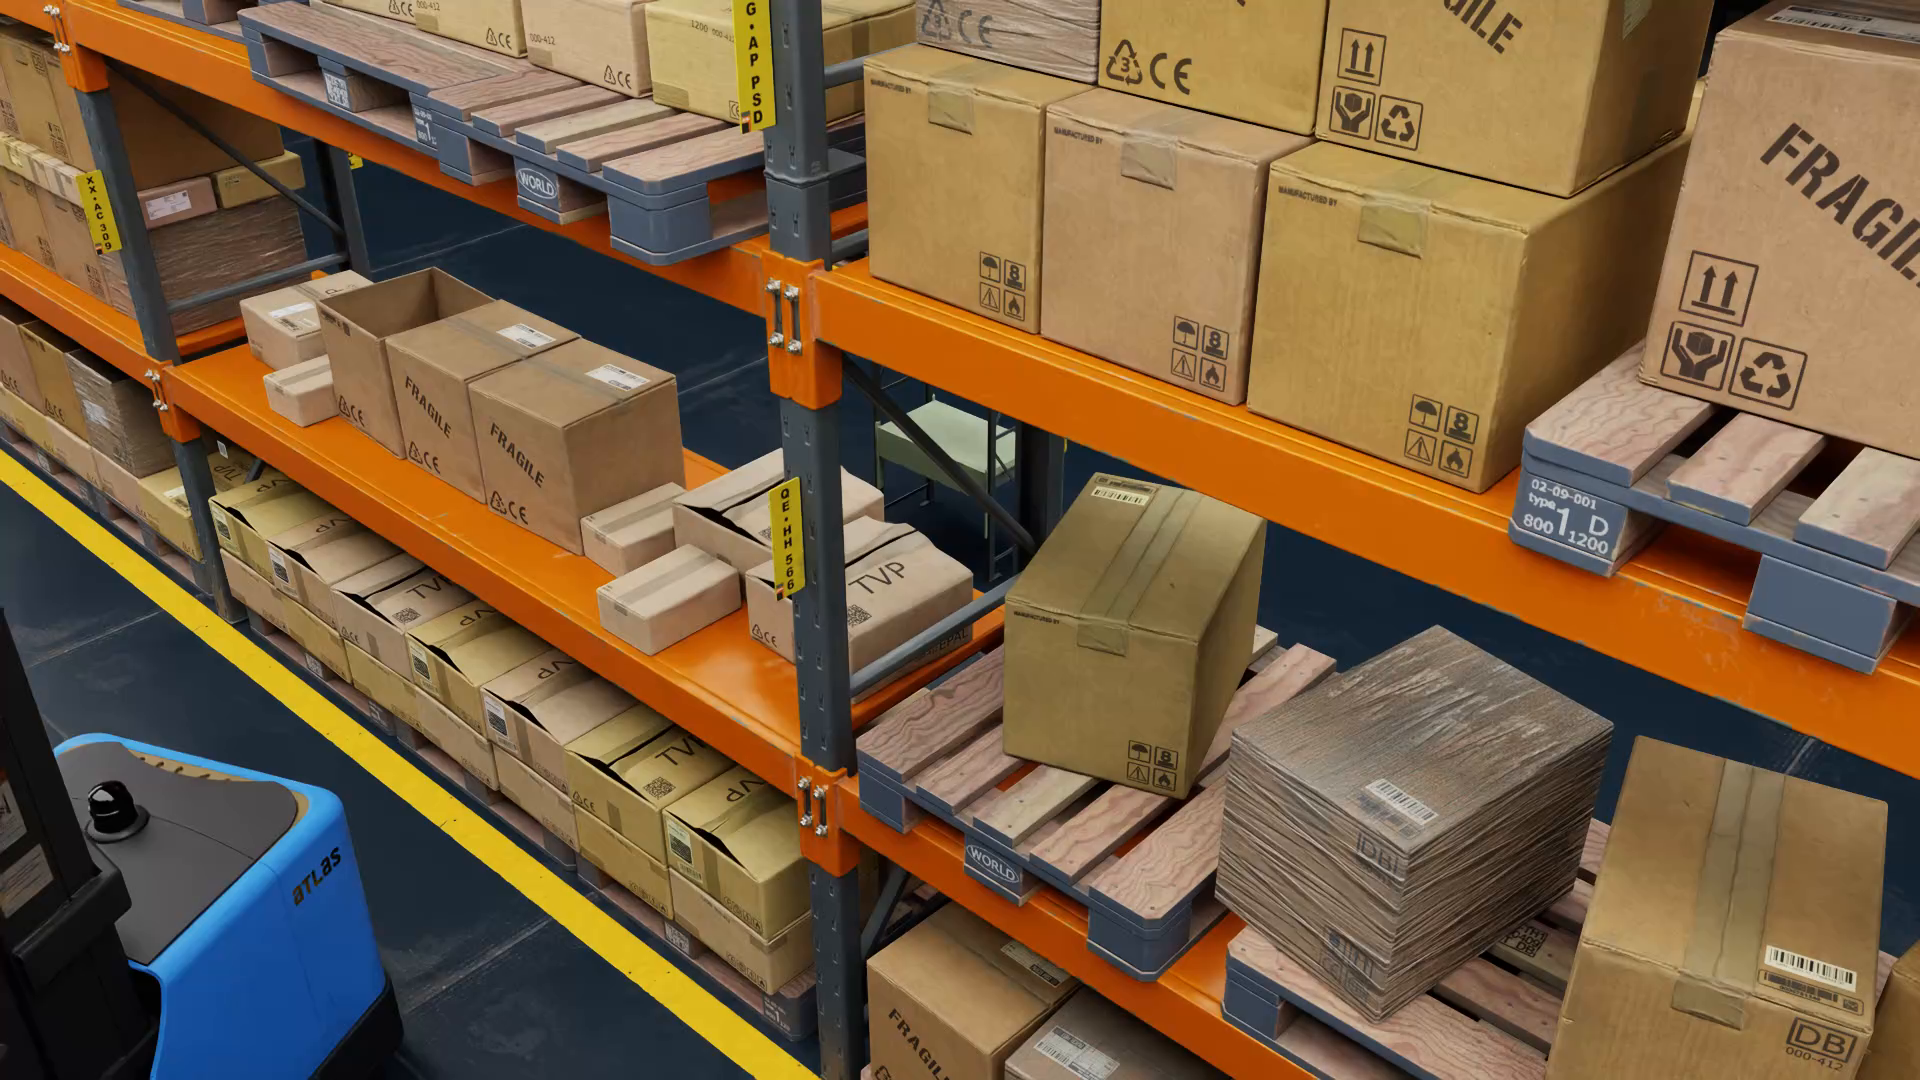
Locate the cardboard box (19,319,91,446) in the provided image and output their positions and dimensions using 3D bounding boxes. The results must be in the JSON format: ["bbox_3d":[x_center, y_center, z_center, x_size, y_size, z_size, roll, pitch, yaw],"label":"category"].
[{"bbox_3d":[-4.260,-0.851,8.287,0.500,0.500,0.500,25,39,35],"label":"cardboard box"}]

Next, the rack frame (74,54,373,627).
[{"bbox_3d":[-3.034,-1.102,7.172,0.127,3.000,1.000,25,39,35],"label":"rack frame"}]

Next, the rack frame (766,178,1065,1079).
[{"bbox_3d":[-0.068,0.283,4.872,0.127,3.000,1.000,25,39,35],"label":"rack frame"}]

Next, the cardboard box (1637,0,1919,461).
[{"bbox_3d":[1.583,-0.547,2.740,0.600,0.600,0.600,23,38,33],"label":"cardboard box"}]

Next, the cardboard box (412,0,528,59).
[{"bbox_3d":[-1.259,-1.630,4.880,0.500,0.250,0.500,24,39,34],"label":"cardboard box"}]

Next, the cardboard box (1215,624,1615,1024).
[{"bbox_3d":[1.025,0.624,3.800,0.700,0.500,0.500,-21,37,-31],"label":"cardboard box"}]

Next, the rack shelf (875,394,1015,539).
[{"bbox_3d":[-0.005,-0.366,8.035,0.720,0.370,0.431,25,39,35],"label":"rack shelf"}]

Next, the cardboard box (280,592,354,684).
[{"bbox_3d":[-2.523,0.308,7.089,0.500,0.250,0.500,26,40,36],"label":"cardboard box"}]

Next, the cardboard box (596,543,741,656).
[{"bbox_3d":[-0.920,0.185,5.278,0.250,0.149,0.380,25,39,35],"label":"cardboard box"}]

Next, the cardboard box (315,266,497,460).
[{"bbox_3d":[-2.085,-0.690,6.391,0.500,0.500,0.500,-26,40,-36],"label":"cardboard box"}]

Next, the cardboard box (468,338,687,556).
[{"bbox_3d":[-1.323,-0.335,5.801,0.500,0.500,0.500,23,38,33],"label":"cardboard box"}]

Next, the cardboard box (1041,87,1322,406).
[{"bbox_3d":[0.656,-0.731,3.550,0.500,0.500,0.910,25,39,35],"label":"cardboard box"}]

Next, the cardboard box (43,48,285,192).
[{"bbox_3d":[-3.367,-1.851,7.062,0.500,0.500,0.700,25,39,35],"label":"cardboard box"}]

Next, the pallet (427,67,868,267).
[{"bbox_3d":[-0.631,-1.122,4.481,1.003,0.211,1.213,27,40,37],"label":"pallet"}]

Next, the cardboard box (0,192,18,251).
[{"bbox_3d":[-4.512,-1.828,8.281,0.500,0.500,0.700,26,40,36],"label":"cardboard box"}]

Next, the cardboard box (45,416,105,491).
[{"bbox_3d":[-4.269,-0.525,8.472,0.500,0.250,0.500,25,39,35],"label":"cardboard box"}]

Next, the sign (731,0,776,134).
[{"bbox_3d":[-0.446,-1.048,3.597,0.005,0.325,0.100,25,39,35],"label":"sign"}]

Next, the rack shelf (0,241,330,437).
[{"bbox_3d":[-4.516,-1.486,8.507,4.000,0.370,1.077,25,39,35],"label":"rack shelf"}]

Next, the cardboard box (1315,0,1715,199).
[{"bbox_3d":[1.008,-0.967,2.974,0.500,0.500,0.500,25,39,35],"label":"cardboard box"}]

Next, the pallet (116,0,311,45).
[{"bbox_3d":[-2.371,-2.005,5.949,1.217,0.209,0.805,23,38,33],"label":"pallet"}]

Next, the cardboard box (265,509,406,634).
[{"bbox_3d":[-2.527,0.070,6.941,0.500,0.311,0.500,25,39,35],"label":"cardboard box"}]

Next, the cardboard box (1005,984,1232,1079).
[{"bbox_3d":[0.470,1.611,4.663,0.500,0.500,0.500,23,38,33],"label":"cardboard box"}]

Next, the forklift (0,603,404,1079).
[{"bbox_3d":[-2.775,1.048,3.667,1.130,2.935,3.031,10,32,16],"label":"forklift"}]

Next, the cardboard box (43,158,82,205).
[{"bbox_3d":[-3.757,-1.611,7.291,0.250,0.149,0.380,24,38,34],"label":"cardboard box"}]

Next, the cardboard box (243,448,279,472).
[{"bbox_3d":[-3.174,-0.380,8.232,0.500,0.250,0.500,25,39,35],"label":"cardboard box"}]

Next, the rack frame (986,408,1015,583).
[{"bbox_3d":[0.266,-0.518,7.657,0.023,1.500,0.400,25,39,35],"label":"rack frame"}]

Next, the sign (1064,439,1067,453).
[{"bbox_3d":[0.289,-0.390,4.944,0.005,0.325,0.100,25,39,35],"label":"sign"}]

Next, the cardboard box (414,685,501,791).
[{"bbox_3d":[-1.760,0.663,6.500,0.500,0.250,0.500,26,40,36],"label":"cardboard box"}]

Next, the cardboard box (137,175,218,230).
[{"bbox_3d":[-3.379,-1.435,6.999,0.250,0.149,0.380,25,39,35],"label":"cardboard box"}]

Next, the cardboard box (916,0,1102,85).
[{"bbox_3d":[0.251,-1.320,3.560,0.500,0.500,0.500,25,39,35],"label":"cardboard box"}]

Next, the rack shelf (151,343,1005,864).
[{"bbox_3d":[-1.551,-0.101,6.207,4.000,0.370,1.077,25,39,35],"label":"rack shelf"}]

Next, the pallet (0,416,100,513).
[{"bbox_3d":[-4.504,-0.621,9.076,1.213,0.211,1.003,25,39,35],"label":"pallet"}]

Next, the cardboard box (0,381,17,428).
[{"bbox_3d":[-5.007,-0.872,9.050,0.500,0.250,0.500,25,39,35],"label":"cardboard box"}]

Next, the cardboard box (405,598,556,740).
[{"bbox_3d":[-1.754,0.426,6.349,0.500,0.311,0.500,26,40,36],"label":"cardboard box"}]

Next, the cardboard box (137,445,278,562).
[{"bbox_3d":[-3.524,-0.181,7.900,0.500,0.250,0.500,25,39,35],"label":"cardboard box"}]

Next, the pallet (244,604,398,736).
[{"bbox_3d":[-2.461,0.333,7.492,1.213,0.211,1.003,25,39,35],"label":"pallet"}]

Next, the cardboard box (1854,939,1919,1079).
[{"bbox_3d":[2.144,0.981,3.208,0.700,0.500,0.500,-22,38,-32],"label":"cardboard box"}]

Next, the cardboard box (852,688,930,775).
[{"bbox_3d":[-0.259,0.747,5.816,0.500,0.311,0.500,27,40,37],"label":"cardboard box"}]

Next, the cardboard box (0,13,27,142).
[{"bbox_3d":[-4.113,-2.199,7.640,0.500,0.500,0.700,25,39,35],"label":"cardboard box"}]

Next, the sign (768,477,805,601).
[{"bbox_3d":[-0.438,0.000,4.219,0.005,0.325,0.100,25,39,35],"label":"sign"}]

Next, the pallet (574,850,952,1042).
[{"bbox_3d":[-0.652,1.177,6.089,1.213,0.211,1.003,25,39,35],"label":"pallet"}]

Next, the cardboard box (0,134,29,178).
[{"bbox_3d":[-4.132,-1.787,7.585,0.250,0.149,0.380,25,39,35],"label":"cardboard box"}]

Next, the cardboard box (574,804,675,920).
[{"bbox_3d":[-1.006,1.015,5.915,0.500,0.250,0.500,25,39,35],"label":"cardboard box"}]

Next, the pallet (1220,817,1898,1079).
[{"bbox_3d":[1.377,1.036,3.807,1.213,0.211,1.003,25,39,35],"label":"pallet"}]

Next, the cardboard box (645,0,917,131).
[{"bbox_3d":[-0.442,-1.254,4.254,0.500,0.250,0.500,22,37,32],"label":"cardboard box"}]

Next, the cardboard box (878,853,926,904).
[{"bbox_3d":[-0.259,0.987,5.961,0.500,0.250,0.500,25,39,35],"label":"cardboard box"}]

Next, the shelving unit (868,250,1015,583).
[{"bbox_3d":[-0.005,-0.645,7.867,0.755,1.500,0.431,25,39,35],"label":"shelving unit"}]

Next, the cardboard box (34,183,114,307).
[{"bbox_3d":[-3.762,-1.476,7.696,0.500,0.500,0.700,25,39,35],"label":"cardboard box"}]

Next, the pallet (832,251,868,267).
[{"bbox_3d":[-0.234,-2.022,11.403,1.213,0.211,1.003,25,39,35],"label":"pallet"}]

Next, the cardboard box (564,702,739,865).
[{"bbox_3d":[-1.011,0.776,5.768,0.500,0.311,0.500,24,39,34],"label":"cardboard box"}]

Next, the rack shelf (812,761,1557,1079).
[{"bbox_3d":[1.415,1.283,3.908,4.000,0.370,1.077,25,39,35],"label":"rack shelf"}]

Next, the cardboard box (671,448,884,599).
[{"bbox_3d":[-0.601,-0.063,5.532,0.500,0.311,0.500,25,39,35],"label":"cardboard box"}]

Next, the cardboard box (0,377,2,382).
[{"bbox_3d":[-5.000,-1.198,8.864,0.500,0.500,0.500,25,39,35],"label":"cardboard box"}]
